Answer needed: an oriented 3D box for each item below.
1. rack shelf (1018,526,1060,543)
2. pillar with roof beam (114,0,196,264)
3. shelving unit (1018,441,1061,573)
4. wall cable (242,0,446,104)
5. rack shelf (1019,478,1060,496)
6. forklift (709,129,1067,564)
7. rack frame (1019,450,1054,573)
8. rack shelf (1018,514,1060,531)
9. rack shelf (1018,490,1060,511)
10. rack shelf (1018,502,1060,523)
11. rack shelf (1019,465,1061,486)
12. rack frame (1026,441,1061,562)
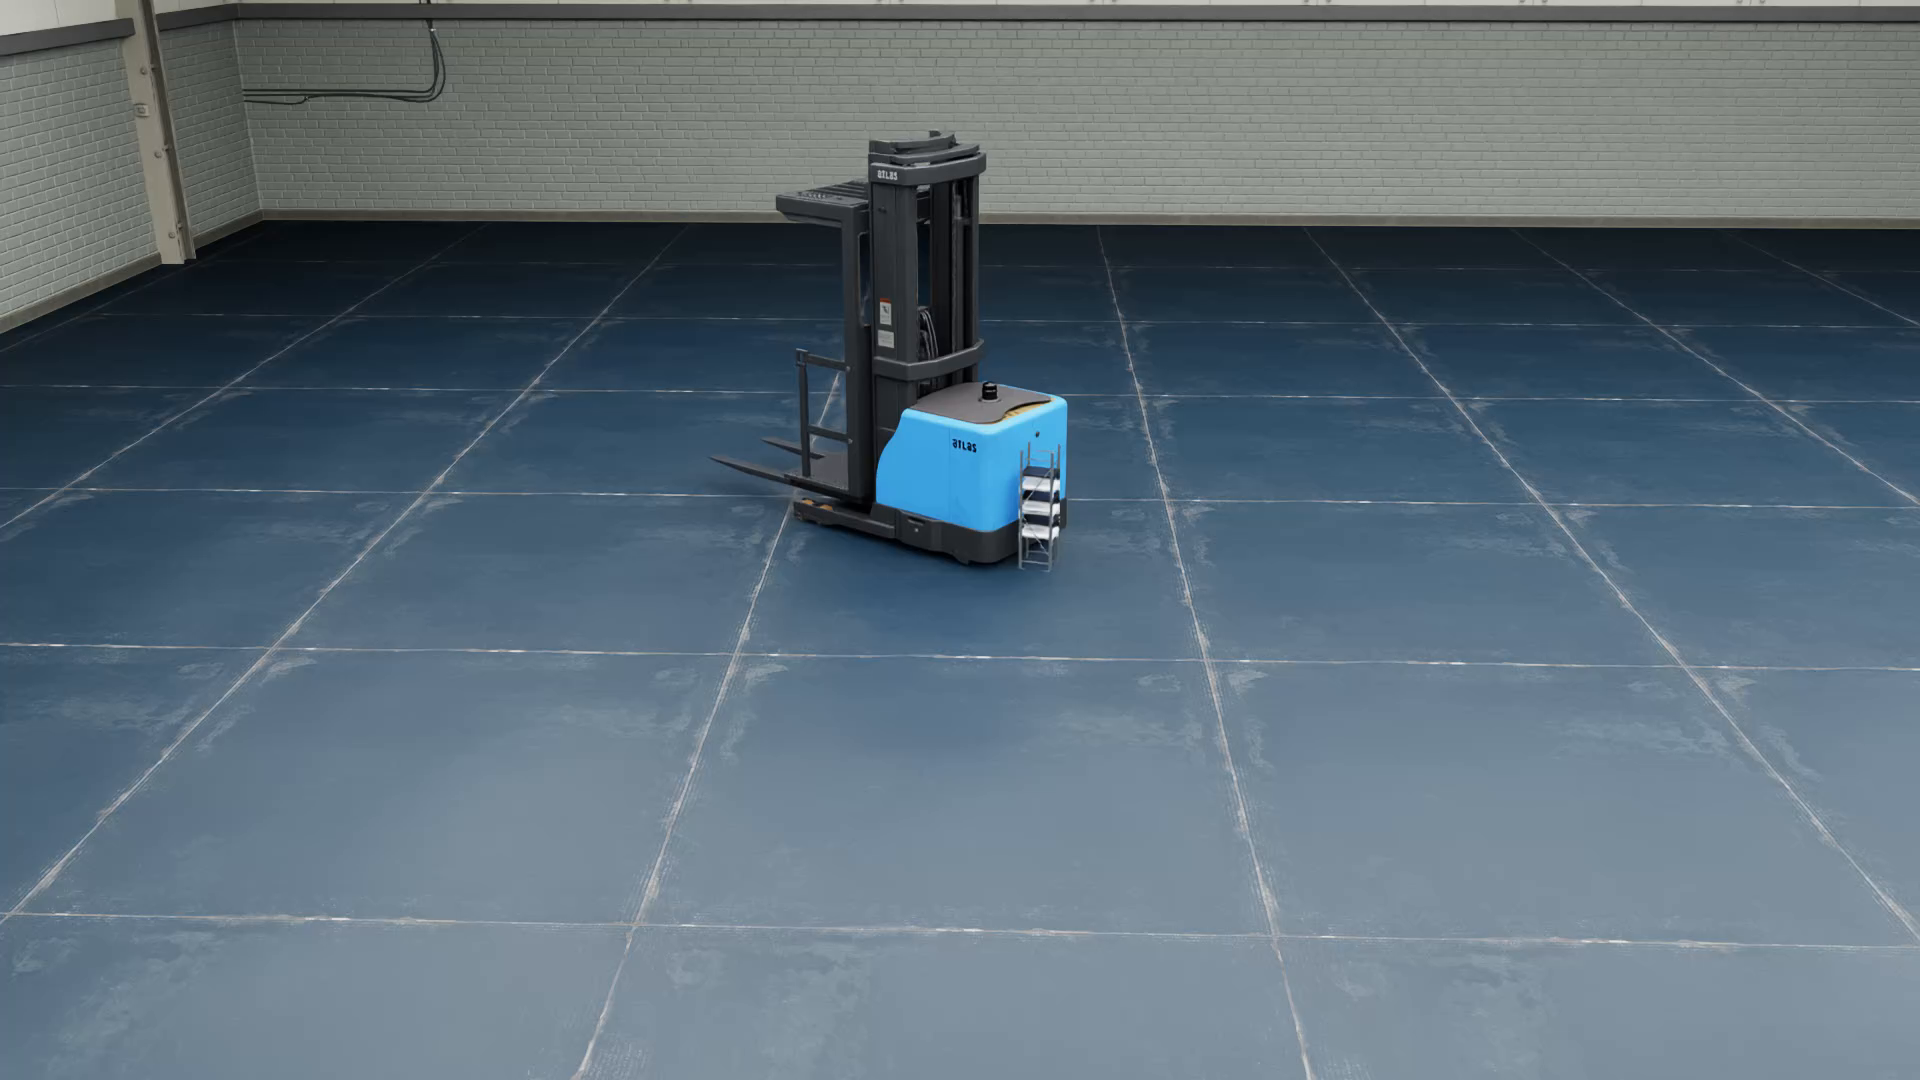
[{"bbox_3d":[0.568,-0.036,11.967,0.258,0.077,0.200,6,22,16],"label":"rack shelf"},{"bbox_3d":[-6.084,-7.858,20.340,9.100,9.000,0.400,1,21,2],"label":"pillar with roof beam"},{"bbox_3d":[0.568,-0.235,11.890,0.258,0.900,0.210,6,22,16],"label":"shelving unit"},{"bbox_3d":[-8.975,-7.508,23.732,3.097,2.526,0.112,1,21,2],"label":"wall cable"},{"bbox_3d":[0.568,-0.372,11.837,0.258,0.077,0.200,6,22,16],"label":"rack shelf"},{"bbox_3d":[-0.668,-1.603,12.608,3.031,2.935,1.130,16,26,35],"label":"forklift"},{"bbox_3d":[0.538,-0.200,11.800,0.240,0.900,0.006,6,22,16],"label":"rack frame"},{"bbox_3d":[0.568,-0.120,11.935,0.258,0.077,0.200,6,22,16],"label":"rack shelf"},{"bbox_3d":[0.568,-0.288,11.870,0.258,0.077,0.200,6,22,16],"label":"rack shelf"},{"bbox_3d":[0.568,-0.204,11.902,0.258,0.077,0.200,6,22,16],"label":"rack shelf"},{"bbox_3d":[0.568,-0.456,11.805,0.258,0.077,0.200,6,22,16],"label":"rack shelf"},{"bbox_3d":[0.597,-0.270,11.981,0.240,0.900,0.006,6,22,16],"label":"rack frame"}]
